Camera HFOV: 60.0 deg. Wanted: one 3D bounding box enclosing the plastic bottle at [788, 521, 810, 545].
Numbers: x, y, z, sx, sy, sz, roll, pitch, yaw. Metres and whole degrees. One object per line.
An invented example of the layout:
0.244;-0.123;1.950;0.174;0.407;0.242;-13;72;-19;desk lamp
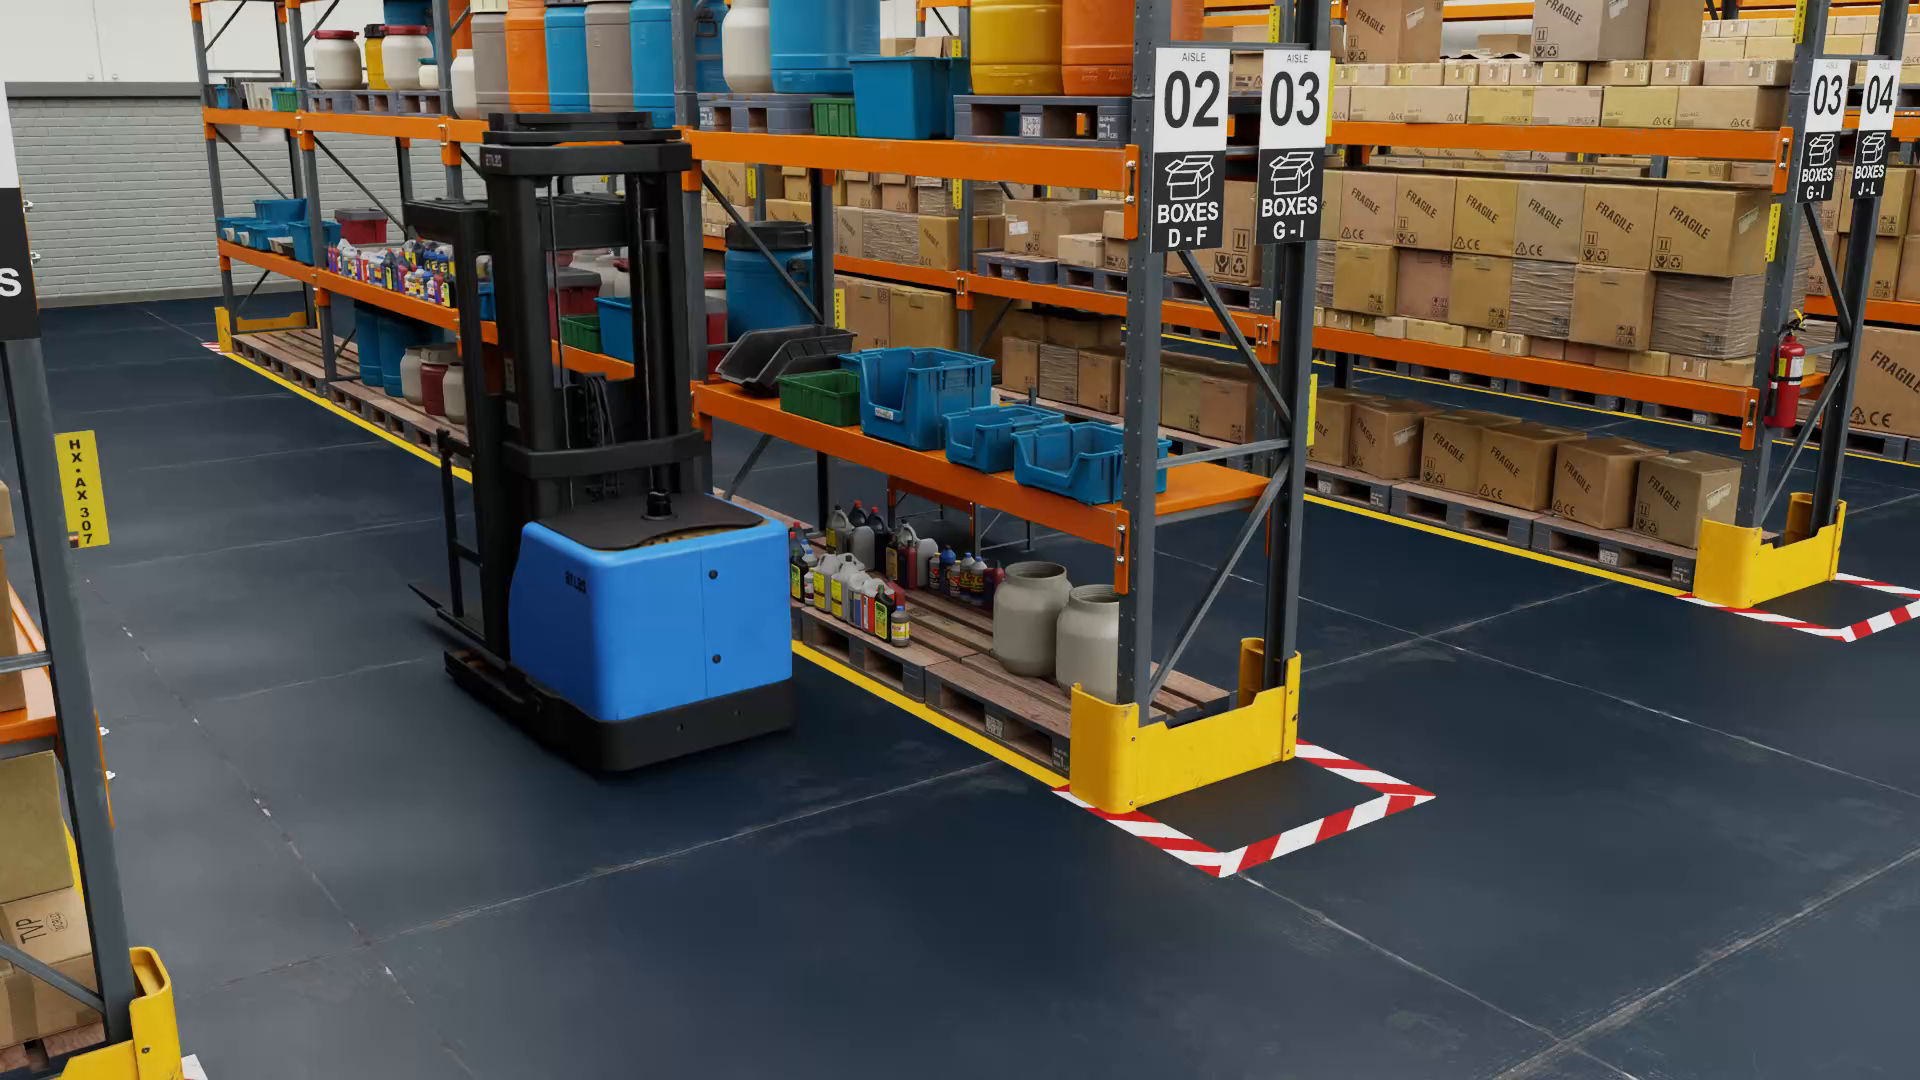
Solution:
-0.976;0.059;9.863;0.144;0.351;0.185;-11;19;-35;plastic bottle

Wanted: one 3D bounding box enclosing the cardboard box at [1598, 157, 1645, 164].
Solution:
8.517;-4.644;21.314;0.500;0.500;0.500;-12;19;-36;cardboard box

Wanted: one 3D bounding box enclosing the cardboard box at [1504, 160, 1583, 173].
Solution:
5.949;-3.591;16.931;0.700;0.500;0.500;-11;19;-34;cardboard box

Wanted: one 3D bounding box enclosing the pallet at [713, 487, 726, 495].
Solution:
-2.446;-0.298;12.266;1.003;0.211;1.213;-11;19;-35;pallet

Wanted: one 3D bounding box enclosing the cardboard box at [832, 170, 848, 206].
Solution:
-1.152;-3.946;18.223;0.797;0.503;0.637;-11;19;-34;cardboard box

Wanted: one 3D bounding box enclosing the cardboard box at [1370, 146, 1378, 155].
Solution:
6.114;-5.628;24.373;0.500;0.500;0.500;-11;19;-34;cardboard box

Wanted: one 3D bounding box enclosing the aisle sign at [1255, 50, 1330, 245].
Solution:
1.400;-1.651;7.000;0.394;0.787;0.004;-11;19;-35;aisle sign

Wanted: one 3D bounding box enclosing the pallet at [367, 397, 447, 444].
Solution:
-4.793;-1.152;15.386;1.003;0.211;1.213;-11;19;-35;pallet

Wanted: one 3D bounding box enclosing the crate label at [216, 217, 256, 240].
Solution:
-8.408;-3.628;19.351;0.416;0.233;0.303;-11;19;-35;crate label

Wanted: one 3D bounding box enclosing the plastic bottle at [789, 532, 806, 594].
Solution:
-0.981;0.122;9.633;0.144;0.351;0.185;-12;19;-37;plastic bottle

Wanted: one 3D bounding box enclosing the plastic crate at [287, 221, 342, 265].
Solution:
-6.485;-2.997;16.761;0.392;0.384;0.575;-11;19;-35;plastic crate

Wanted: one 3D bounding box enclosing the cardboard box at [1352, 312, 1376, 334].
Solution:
3.119;-1.619;12.287;0.380;0.149;0.250;-11;19;-35;cardboard box

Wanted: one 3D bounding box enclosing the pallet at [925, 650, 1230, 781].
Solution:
0.565;0.795;8.271;1.003;0.211;1.213;-11;19;-35;pallet

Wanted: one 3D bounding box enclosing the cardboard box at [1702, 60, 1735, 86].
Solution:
4.653;-2.787;9.923;0.380;0.149;0.250;-12;19;-36;cardboard box

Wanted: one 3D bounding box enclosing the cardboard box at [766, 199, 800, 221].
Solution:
-1.860;-3.609;18.891;0.500;0.500;0.500;-11;19;-34;cardboard box

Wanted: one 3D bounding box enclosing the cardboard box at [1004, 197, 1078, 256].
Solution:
0.773;-2.985;15.817;0.500;0.500;0.500;-14;21;-41;cardboard box

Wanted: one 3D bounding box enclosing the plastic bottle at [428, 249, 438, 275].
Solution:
-4.941;-2.595;15.620;0.097;0.271;0.097;0;15;0;plastic bottle

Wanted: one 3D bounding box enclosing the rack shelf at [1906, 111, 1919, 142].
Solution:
11.967;-4.200;16.922;1.077;0.370;4.000;-11;19;-35;rack shelf

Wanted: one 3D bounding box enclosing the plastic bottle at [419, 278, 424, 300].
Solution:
-4.526;-2.138;14.083;0.097;0.201;0.097;0;15;0;plastic bottle

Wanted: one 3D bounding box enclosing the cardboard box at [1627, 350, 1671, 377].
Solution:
4.457;-1.142;10.542;0.380;0.149;0.250;-11;19;-35;cardboard box

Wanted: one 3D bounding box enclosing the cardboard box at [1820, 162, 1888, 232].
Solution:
7.660;-3.011;14.565;0.875;0.550;0.550;-11;19;-35;cardboard box

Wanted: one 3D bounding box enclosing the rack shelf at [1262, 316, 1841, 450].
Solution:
3.951;-1.215;11.698;1.077;0.370;4.000;-11;19;-35;rack shelf

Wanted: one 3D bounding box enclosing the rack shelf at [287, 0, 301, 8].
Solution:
-4.759;-4.856;14.391;1.077;0.370;4.000;-11;19;-35;rack shelf

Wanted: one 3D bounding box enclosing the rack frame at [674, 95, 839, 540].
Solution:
-1.231;-1.221;10.354;1.000;3.000;0.127;-11;19;-35;rack frame

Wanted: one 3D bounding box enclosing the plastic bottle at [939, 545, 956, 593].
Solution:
-0.073;0.164;9.630;0.097;0.271;0.097;0;15;0;plastic bottle

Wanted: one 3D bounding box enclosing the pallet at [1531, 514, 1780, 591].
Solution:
4.633;0.014;11.124;1.003;0.211;1.213;-11;19;-35;pallet

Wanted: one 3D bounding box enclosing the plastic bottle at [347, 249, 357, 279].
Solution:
-5.710;-2.602;15.644;0.097;0.271;0.097;0;15;0;plastic bottle

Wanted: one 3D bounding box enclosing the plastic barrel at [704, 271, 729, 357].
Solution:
-1.616;-1.525;11.207;0.433;0.535;0.433;0;15;0;plastic barrel

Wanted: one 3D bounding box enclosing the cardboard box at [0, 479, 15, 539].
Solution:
-2.945;-0.077;4.757;0.380;0.149;0.250;-11;19;-35;cardboard box

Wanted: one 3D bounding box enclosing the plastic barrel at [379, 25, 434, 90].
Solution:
-4.747;-4.145;14.303;0.433;0.535;0.433;0;15;0;plastic barrel

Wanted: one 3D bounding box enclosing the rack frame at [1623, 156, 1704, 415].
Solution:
6.847;-2.738;15.897;1.000;3.000;0.127;-11;19;-35;rack frame

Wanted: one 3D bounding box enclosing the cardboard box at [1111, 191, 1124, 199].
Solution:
2.156;-4.460;21.308;0.380;0.149;0.250;-11;19;-36;cardboard box

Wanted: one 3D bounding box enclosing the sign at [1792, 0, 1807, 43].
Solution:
4.666;-2.927;9.230;0.100;0.325;0.005;-11;19;-35;sign

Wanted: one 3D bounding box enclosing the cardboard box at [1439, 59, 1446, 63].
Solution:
5.037;-4.922;17.493;0.500;0.250;0.500;-10;18;-33;cardboard box

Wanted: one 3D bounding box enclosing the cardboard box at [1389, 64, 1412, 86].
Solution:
3.250;-3.286;11.746;0.380;0.149;0.250;-10;18;-33;cardboard box

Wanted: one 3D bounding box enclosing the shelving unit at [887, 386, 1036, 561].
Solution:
-0.004;-0.544;11.433;0.538;1.125;1.048;-11;19;-35;shelving unit

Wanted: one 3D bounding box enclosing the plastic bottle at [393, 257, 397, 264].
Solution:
-4.976;-2.360;14.739;0.061;0.283;0.133;-11;19;-35;plastic bottle

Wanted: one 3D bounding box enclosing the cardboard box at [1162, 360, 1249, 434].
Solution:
2.166;-1.235;14.309;0.700;0.500;0.500;-11;19;-35;cardboard box

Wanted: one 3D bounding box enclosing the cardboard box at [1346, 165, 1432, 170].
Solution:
3.262;-2.610;12.784;0.500;0.500;0.500;-11;19;-35;cardboard box

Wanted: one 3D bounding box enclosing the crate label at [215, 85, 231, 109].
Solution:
-8.006;-4.911;18.437;0.408;0.251;0.502;-11;19;-35;crate label

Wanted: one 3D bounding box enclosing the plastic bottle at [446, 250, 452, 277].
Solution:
-4.715;-2.571;15.524;0.152;0.276;0.135;-11;19;-35;plastic bottle

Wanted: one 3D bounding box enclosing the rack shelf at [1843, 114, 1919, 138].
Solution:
8.023;-3.411;14.036;1.077;0.370;4.000;-11;19;-35;rack shelf

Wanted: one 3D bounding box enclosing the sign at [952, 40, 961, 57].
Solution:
-0.030;-4.494;15.501;0.100;0.325;0.005;-11;19;-35;sign

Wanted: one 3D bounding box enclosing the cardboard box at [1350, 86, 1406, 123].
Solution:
3.148;-3.116;11.881;0.500;0.250;0.500;-11;19;-35;cardboard box

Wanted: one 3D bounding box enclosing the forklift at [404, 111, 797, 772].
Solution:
-2.084;-0.690;8.545;1.130;2.935;3.031;-11;19;-36;forklift

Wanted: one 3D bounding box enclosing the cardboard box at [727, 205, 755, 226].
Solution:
-2.400;-3.822;19.581;0.500;0.250;0.500;-11;19;-36;cardboard box

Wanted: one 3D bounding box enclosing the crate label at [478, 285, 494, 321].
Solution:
-3.639;-1.846;12.956;0.303;0.233;0.416;-11;19;-35;crate label

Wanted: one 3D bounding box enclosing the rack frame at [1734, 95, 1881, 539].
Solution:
5.127;-1.135;10.042;1.000;3.000;0.127;-11;19;-35;rack frame

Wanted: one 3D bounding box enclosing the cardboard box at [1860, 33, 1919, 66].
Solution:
7.801;-4.036;13.692;0.500;0.250;0.500;-11;19;-34;cardboard box

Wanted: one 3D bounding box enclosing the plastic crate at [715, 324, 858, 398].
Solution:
-1.026;-1.059;9.882;0.767;0.338;0.504;-11;19;-35;plastic crate

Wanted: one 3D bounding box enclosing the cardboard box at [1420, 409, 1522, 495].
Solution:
3.750;-0.653;12.221;0.500;0.500;0.500;-13;20;-39;cardboard box

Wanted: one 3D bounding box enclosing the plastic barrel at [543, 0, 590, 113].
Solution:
-2.475;-3.264;11.186;0.600;0.901;0.708;-11;19;-35;plastic barrel

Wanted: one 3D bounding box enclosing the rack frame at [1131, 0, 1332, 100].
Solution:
1.121;-3.260;6.442;1.000;3.000;0.127;-11;19;-35;rack frame

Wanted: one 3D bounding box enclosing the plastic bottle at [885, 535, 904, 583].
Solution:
-0.384;0.101;9.836;0.061;0.283;0.133;-11;19;-35;plastic bottle

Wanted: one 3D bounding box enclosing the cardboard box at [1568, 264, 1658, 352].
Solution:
4.435;-1.537;10.757;0.875;0.500;0.500;-11;19;-35;cardboard box

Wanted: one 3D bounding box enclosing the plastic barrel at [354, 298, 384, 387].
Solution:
-5.629;-2.001;16.383;0.600;0.901;0.708;-11;19;-35;plastic barrel
